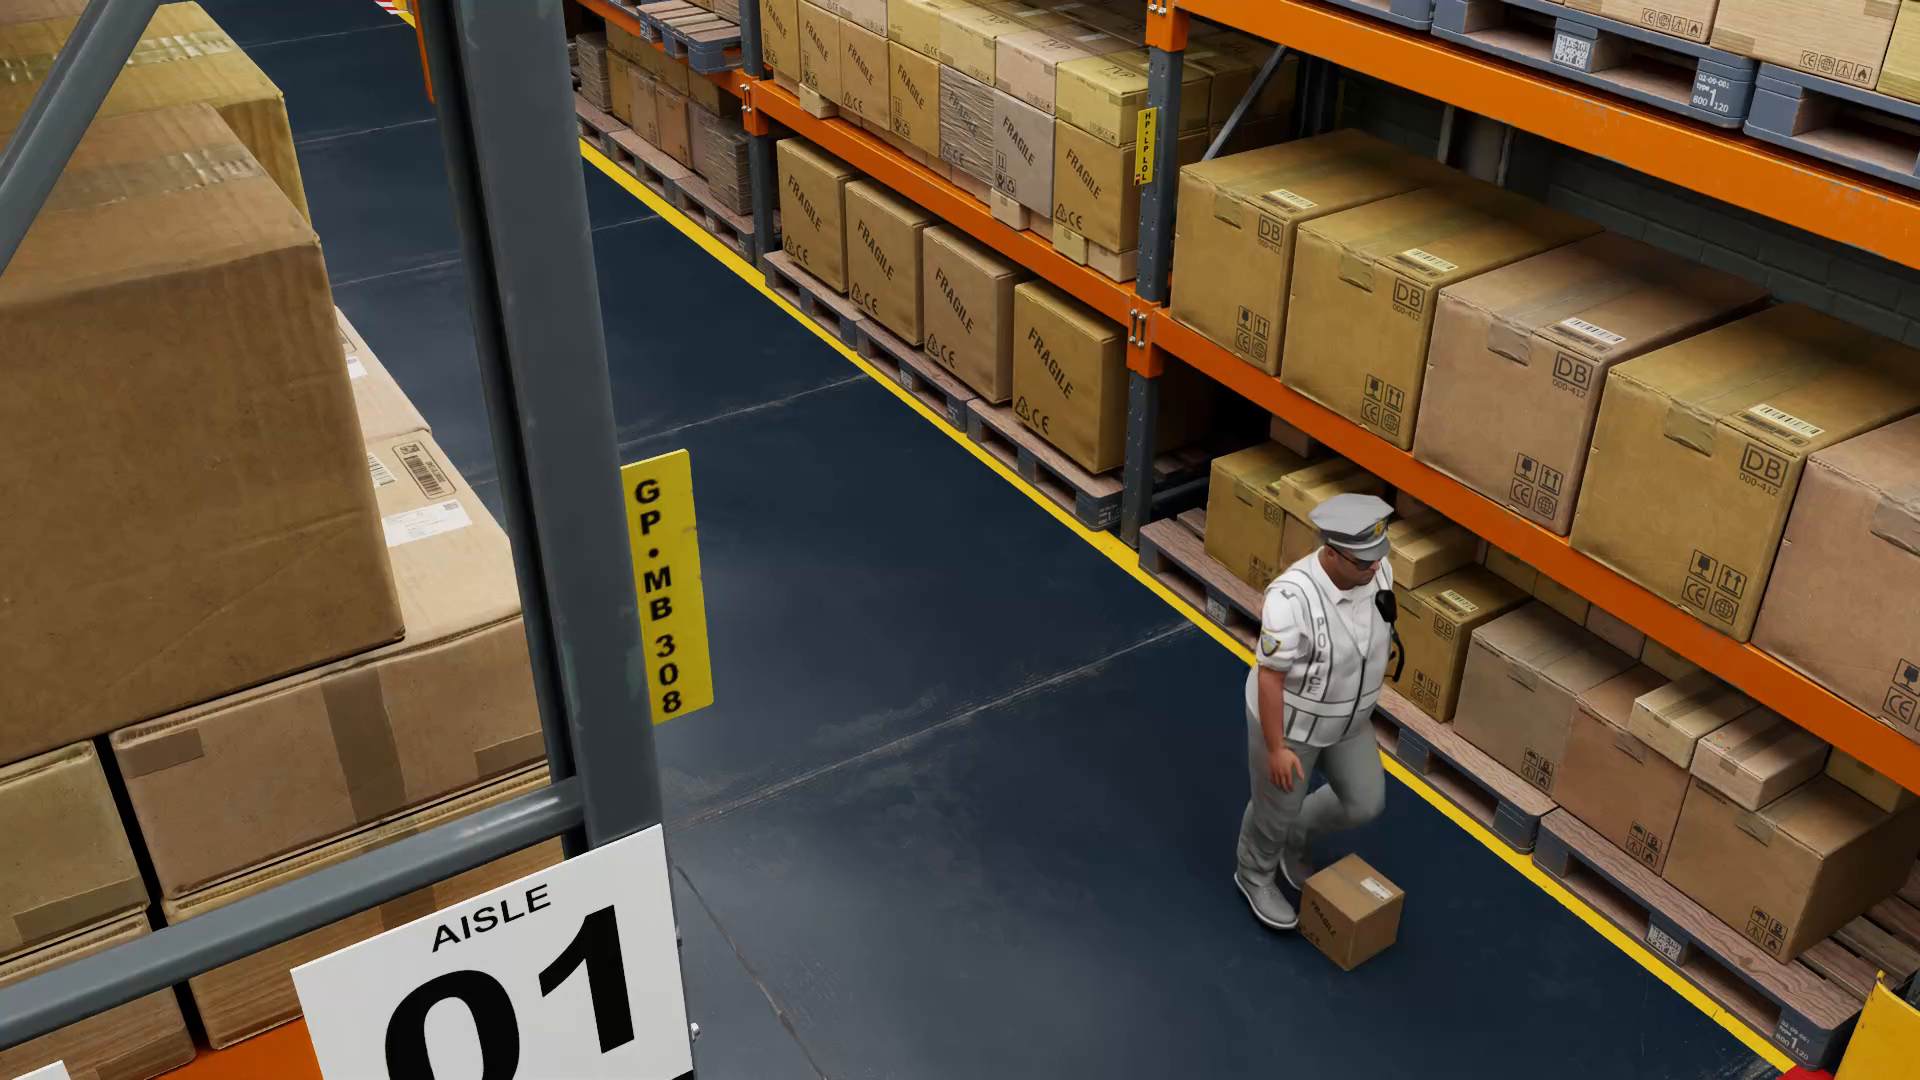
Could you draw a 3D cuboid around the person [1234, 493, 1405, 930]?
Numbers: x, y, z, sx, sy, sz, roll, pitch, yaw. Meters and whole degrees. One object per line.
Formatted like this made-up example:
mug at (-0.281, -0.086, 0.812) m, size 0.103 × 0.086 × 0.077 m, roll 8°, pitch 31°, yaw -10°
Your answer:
person at (1.204, 0.602, 5.679) m, size 0.549 × 1.777 × 0.462 m, roll -17°, pitch 36°, yaw -24°
